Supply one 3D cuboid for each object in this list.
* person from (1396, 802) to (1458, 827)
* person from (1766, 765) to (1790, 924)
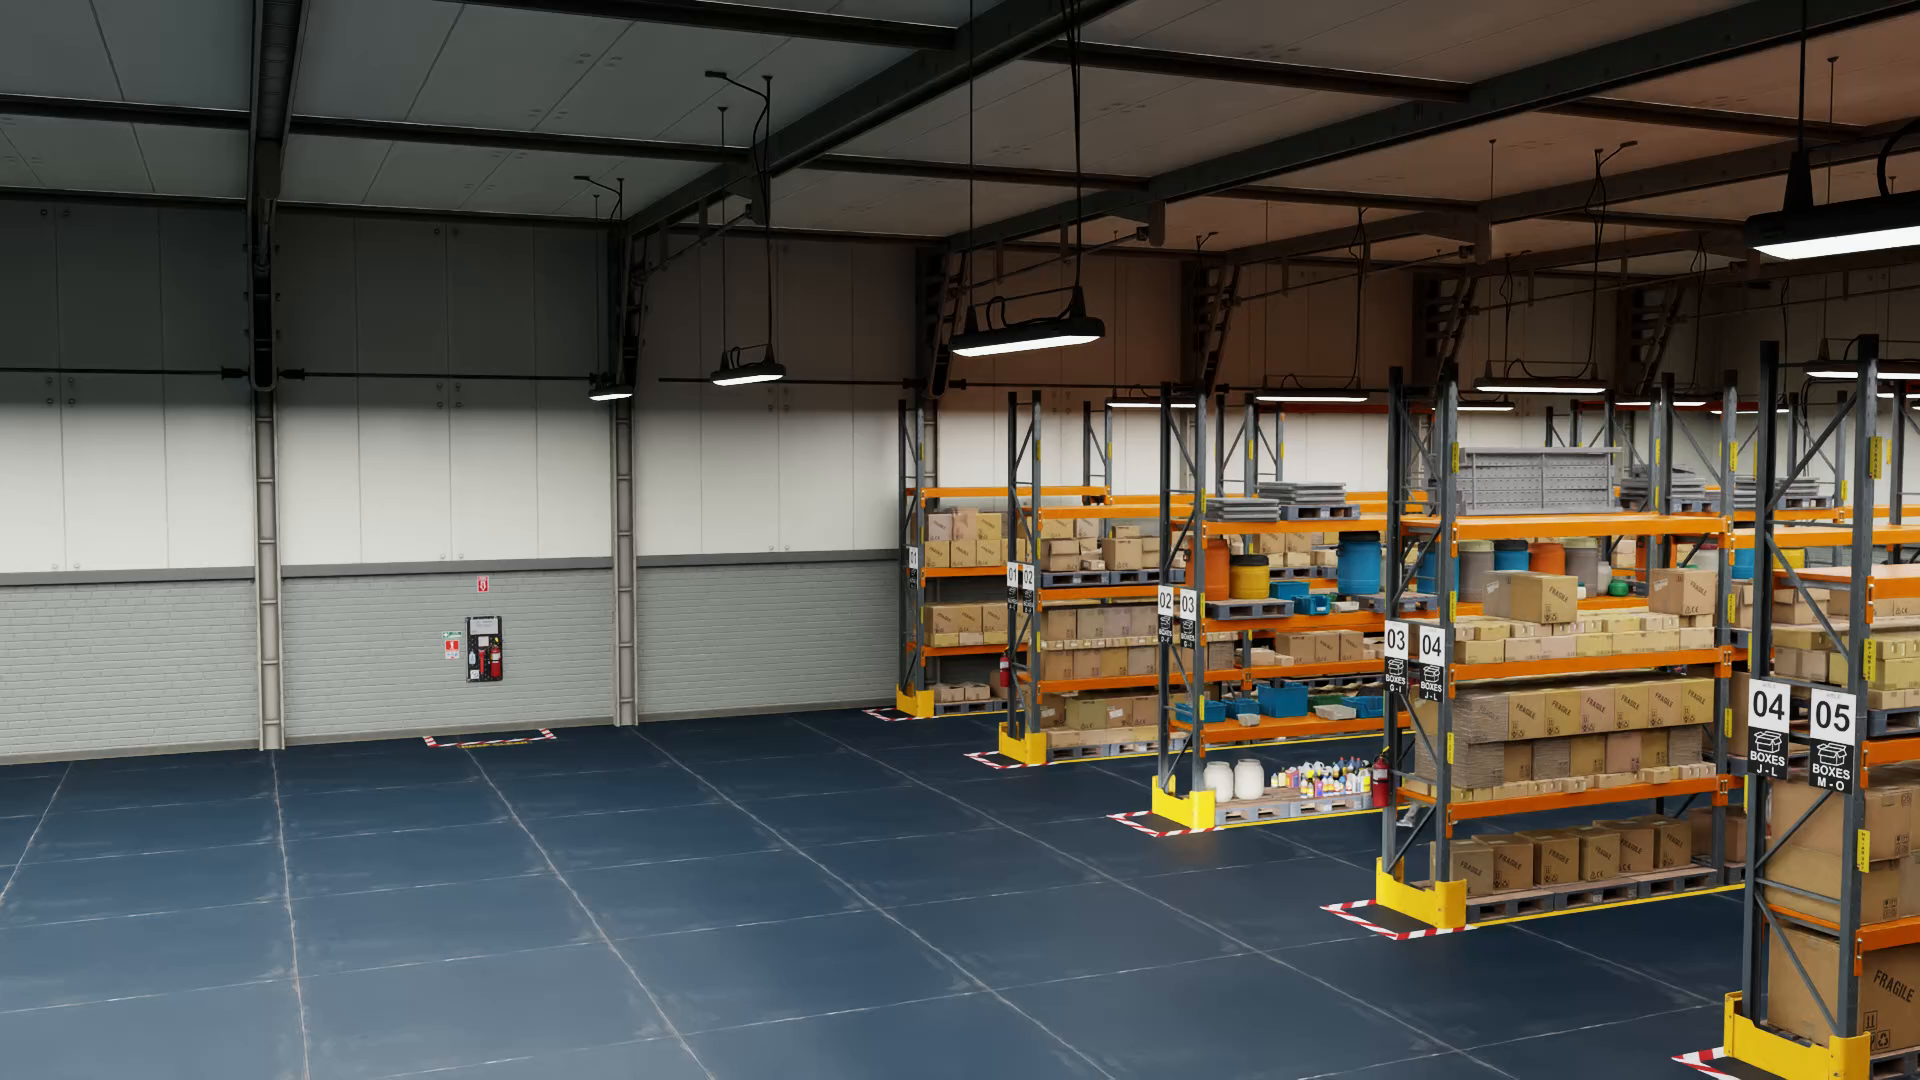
[{"bbox_3d":[6.251,3.070,22.163,0.946,1.547,0.434,-2,4,-25],"label":"person"},{"bbox_3d":[8.937,3.237,17.846,0.682,1.769,0.562,0,3,-8],"label":"person"}]
